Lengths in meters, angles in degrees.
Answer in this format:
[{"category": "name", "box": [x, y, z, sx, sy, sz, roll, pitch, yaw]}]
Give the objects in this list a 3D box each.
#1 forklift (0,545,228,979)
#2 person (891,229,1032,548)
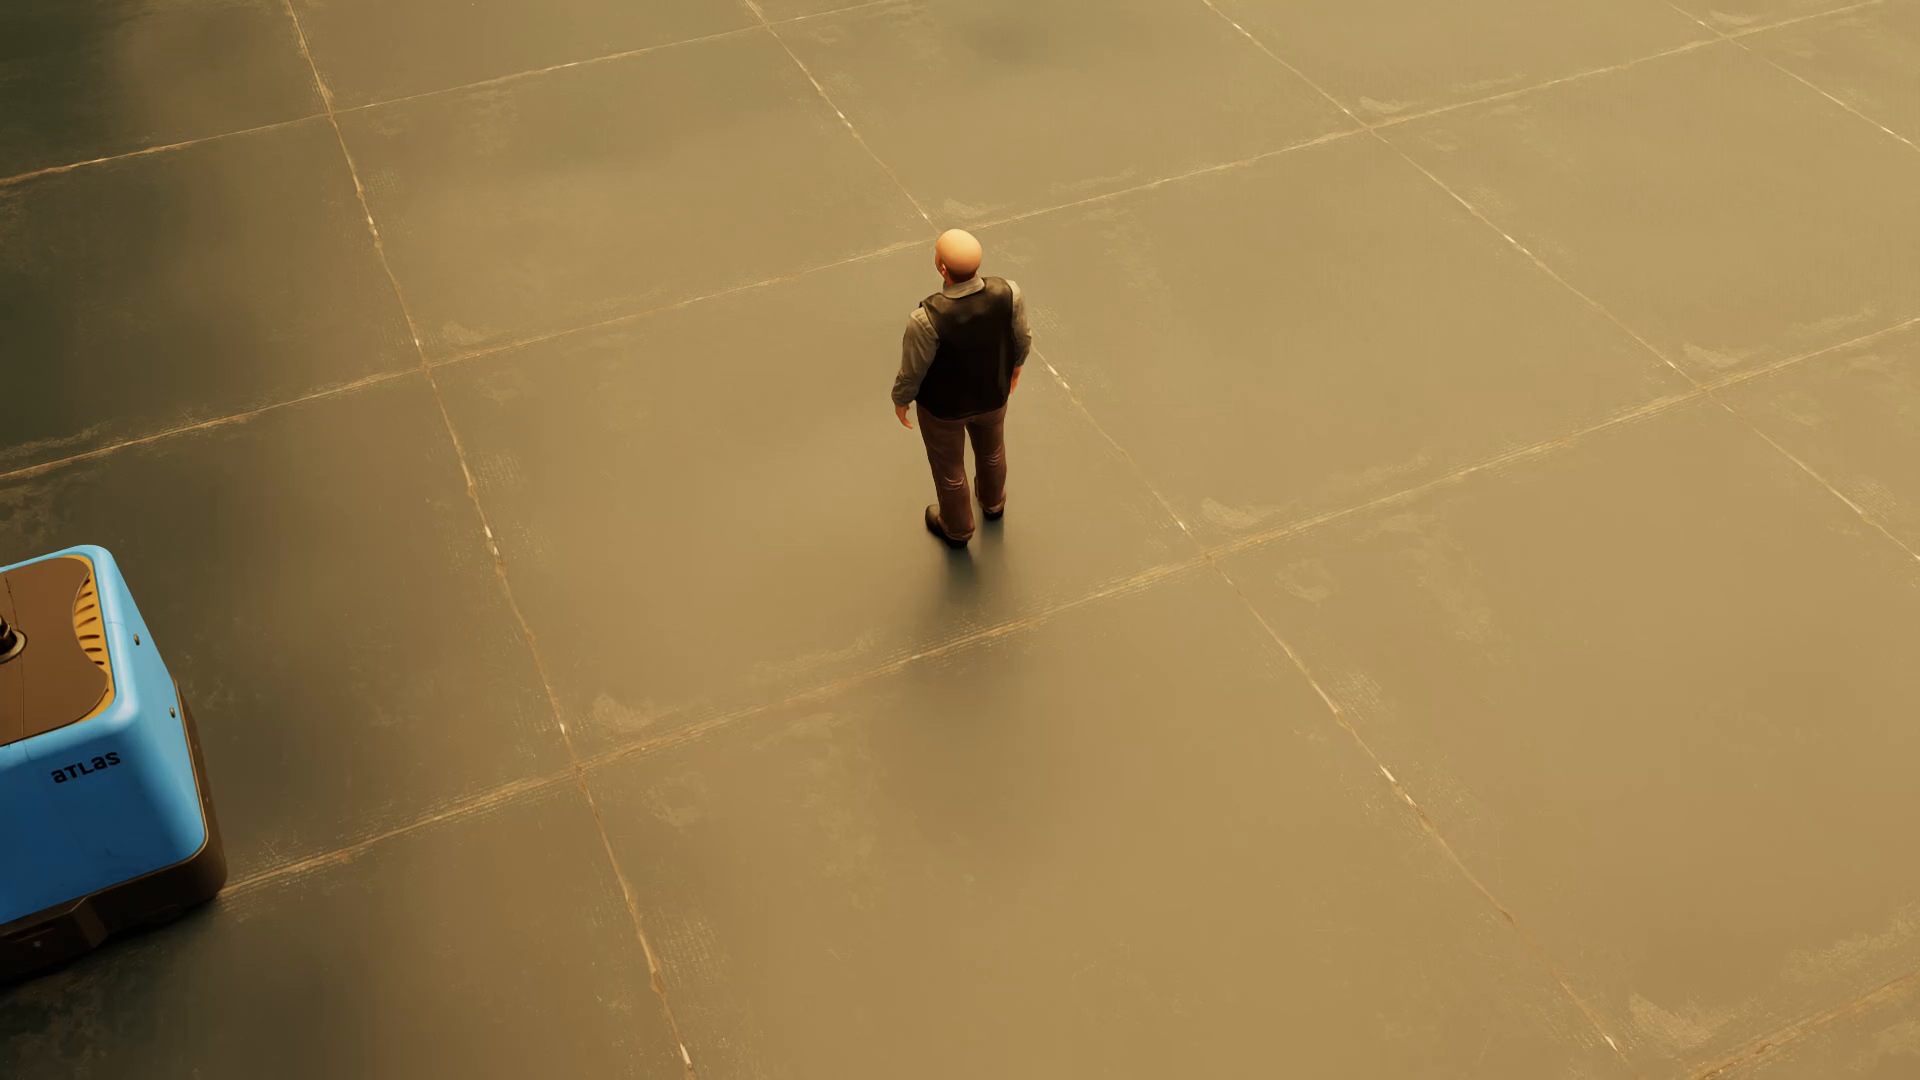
[{"category": "forklift", "box": [-4.347, 0.454, 5.194, 3.031, 2.935, 1.130, -19, 46, -19]}, {"category": "person", "box": [-0.020, -0.676, 7.280, 0.633, 1.722, 0.566, -18, 46, -18]}]
